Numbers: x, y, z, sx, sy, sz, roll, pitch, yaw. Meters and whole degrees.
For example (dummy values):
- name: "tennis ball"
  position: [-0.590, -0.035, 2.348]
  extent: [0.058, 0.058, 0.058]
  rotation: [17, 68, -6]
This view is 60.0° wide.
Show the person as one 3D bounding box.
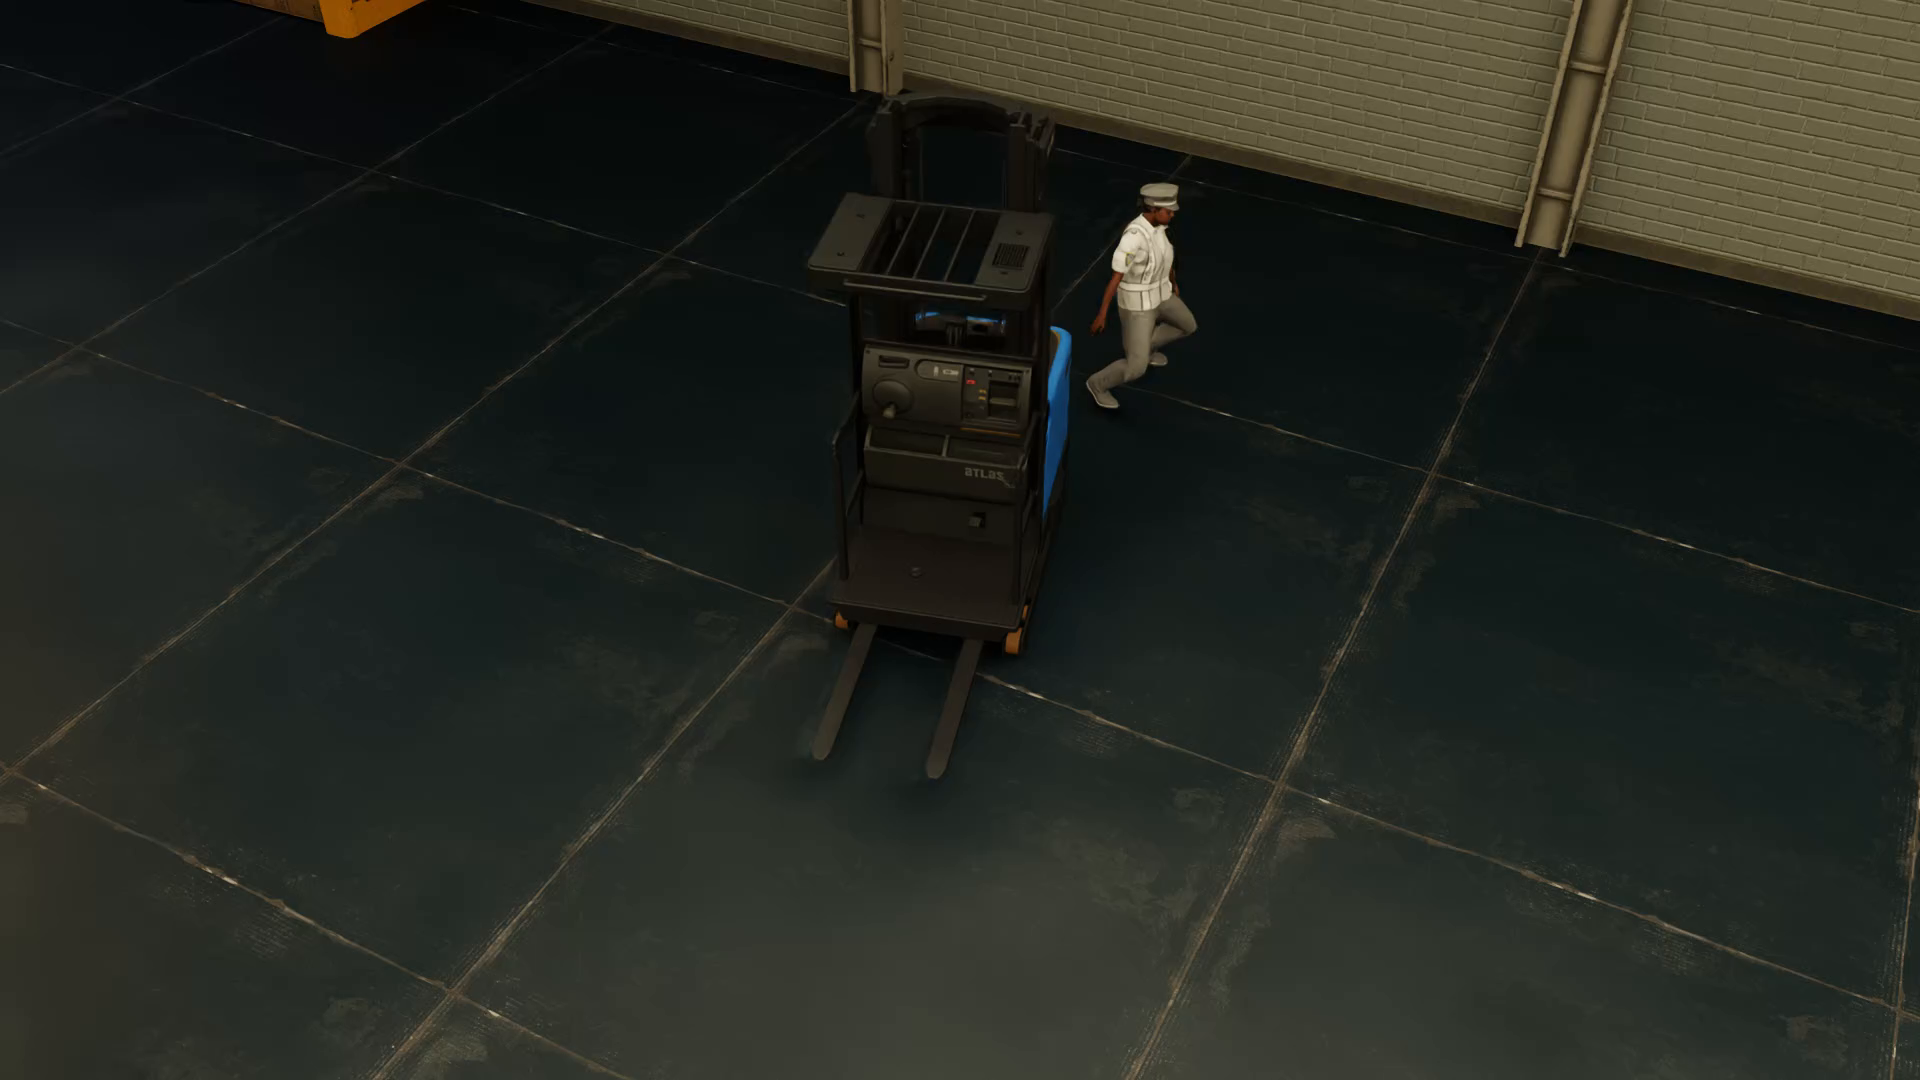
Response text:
- name: "person"
  position: [1.170, -1.581, 10.856]
  extent: [0.500, 1.550, 0.823]
  rotation: [28, 48, 30]

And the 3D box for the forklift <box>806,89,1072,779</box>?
- name: "forklift"
  position: [-0.117, -0.733, 8.856]
  extent: [1.130, 2.935, 3.031]
  rotation: [8, 41, 9]
